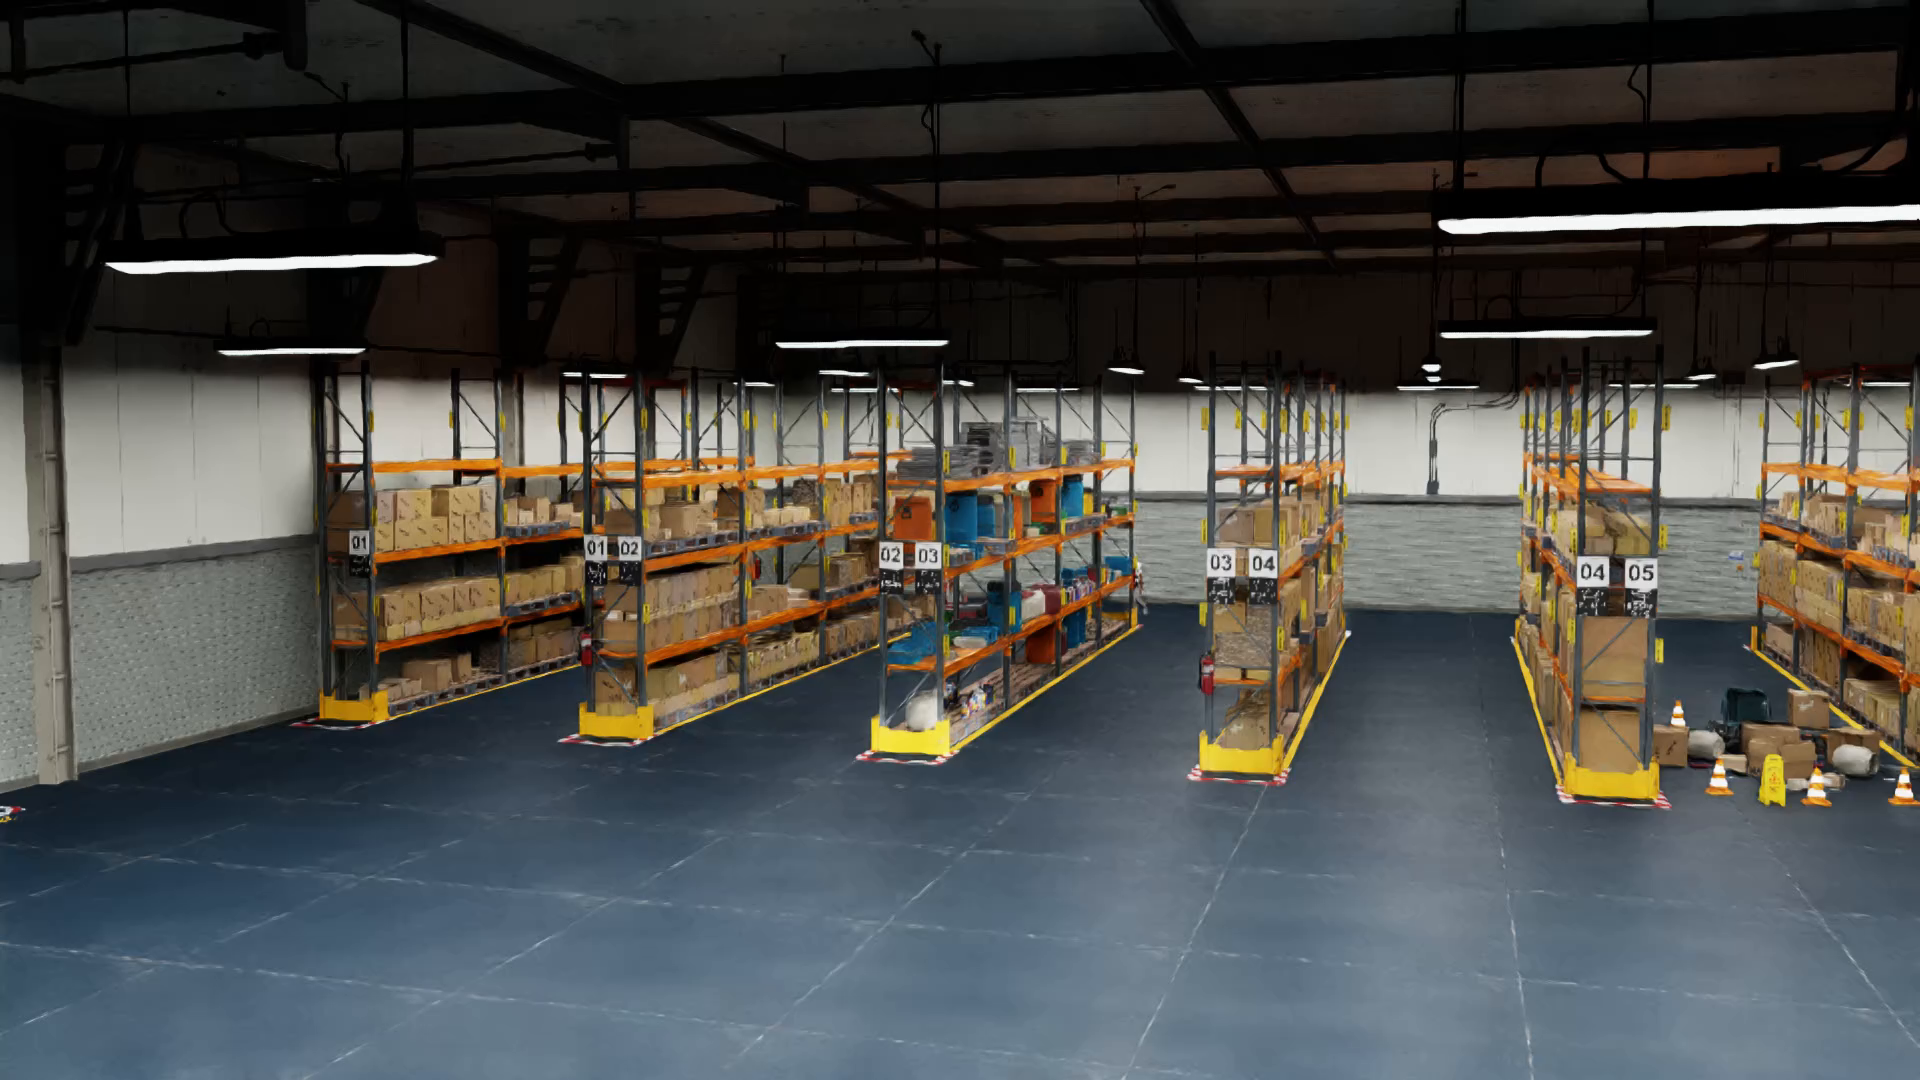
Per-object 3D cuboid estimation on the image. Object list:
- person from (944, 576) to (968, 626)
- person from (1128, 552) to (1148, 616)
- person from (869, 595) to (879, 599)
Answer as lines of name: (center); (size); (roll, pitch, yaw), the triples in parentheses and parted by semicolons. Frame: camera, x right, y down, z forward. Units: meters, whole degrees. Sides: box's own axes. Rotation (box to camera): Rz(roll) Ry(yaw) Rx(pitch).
person: (-0.157, 1.540, 36.410); (0.677, 1.742, 0.552); (1, 4, 14)
person: (4.542, 1.134, 42.572); (0.525, 1.666, 0.524); (-3, 5, -36)
person: (-2.717, 0.778, 46.679); (0.740, 1.754, 0.569); (-3, 5, -35)
